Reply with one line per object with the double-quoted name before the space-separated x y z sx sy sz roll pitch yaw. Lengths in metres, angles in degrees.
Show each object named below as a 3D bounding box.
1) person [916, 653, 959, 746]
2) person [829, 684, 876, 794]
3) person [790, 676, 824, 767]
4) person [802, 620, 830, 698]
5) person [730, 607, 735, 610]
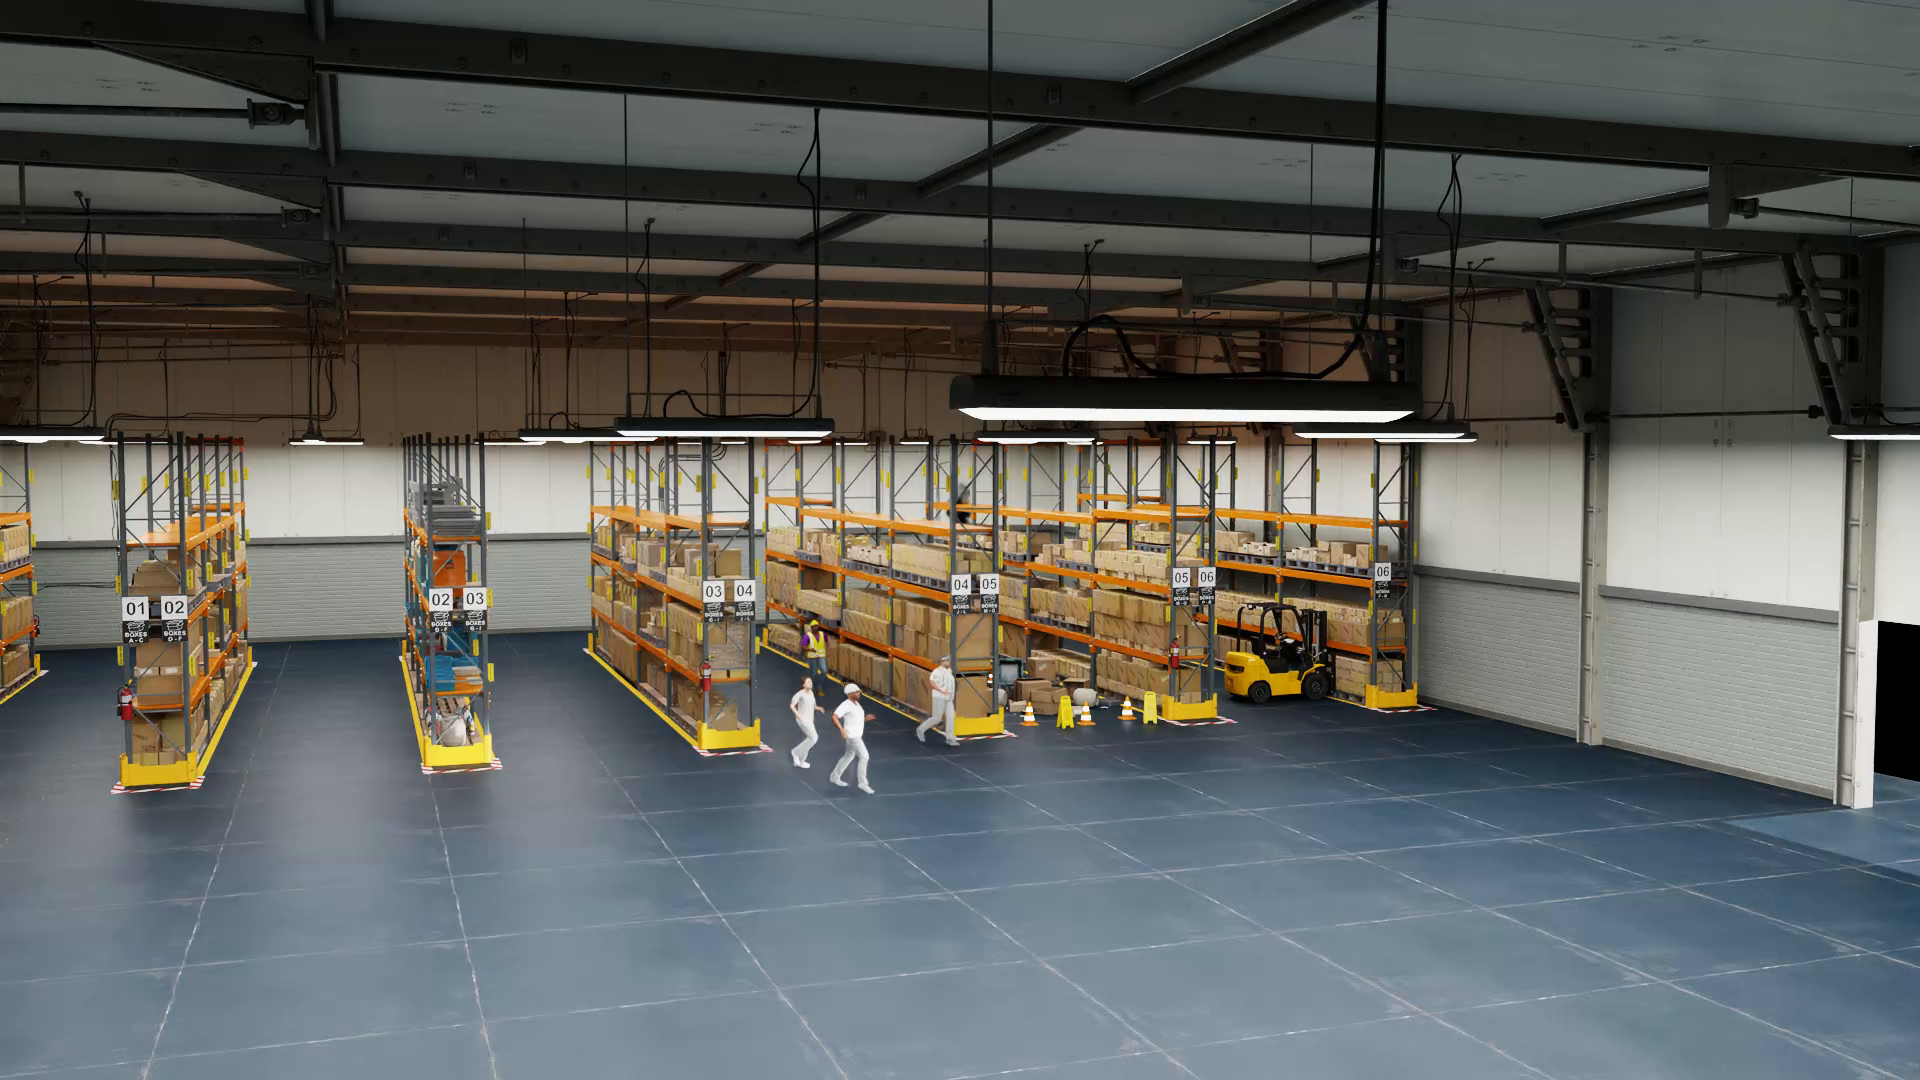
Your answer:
"person" -0.307 3.061 32.170 0.956 1.744 0.729 2 4 36
"person" -1.799 3.298 27.668 0.797 1.826 0.682 0 3 6
"person" -2.714 3.251 29.779 0.558 1.637 0.551 1 3 23
"person" -3.300 2.741 38.324 0.707 1.794 0.740 -1 3 -19
"person" -6.177 2.345 46.027 0.684 1.645 0.882 -1 3 -14
